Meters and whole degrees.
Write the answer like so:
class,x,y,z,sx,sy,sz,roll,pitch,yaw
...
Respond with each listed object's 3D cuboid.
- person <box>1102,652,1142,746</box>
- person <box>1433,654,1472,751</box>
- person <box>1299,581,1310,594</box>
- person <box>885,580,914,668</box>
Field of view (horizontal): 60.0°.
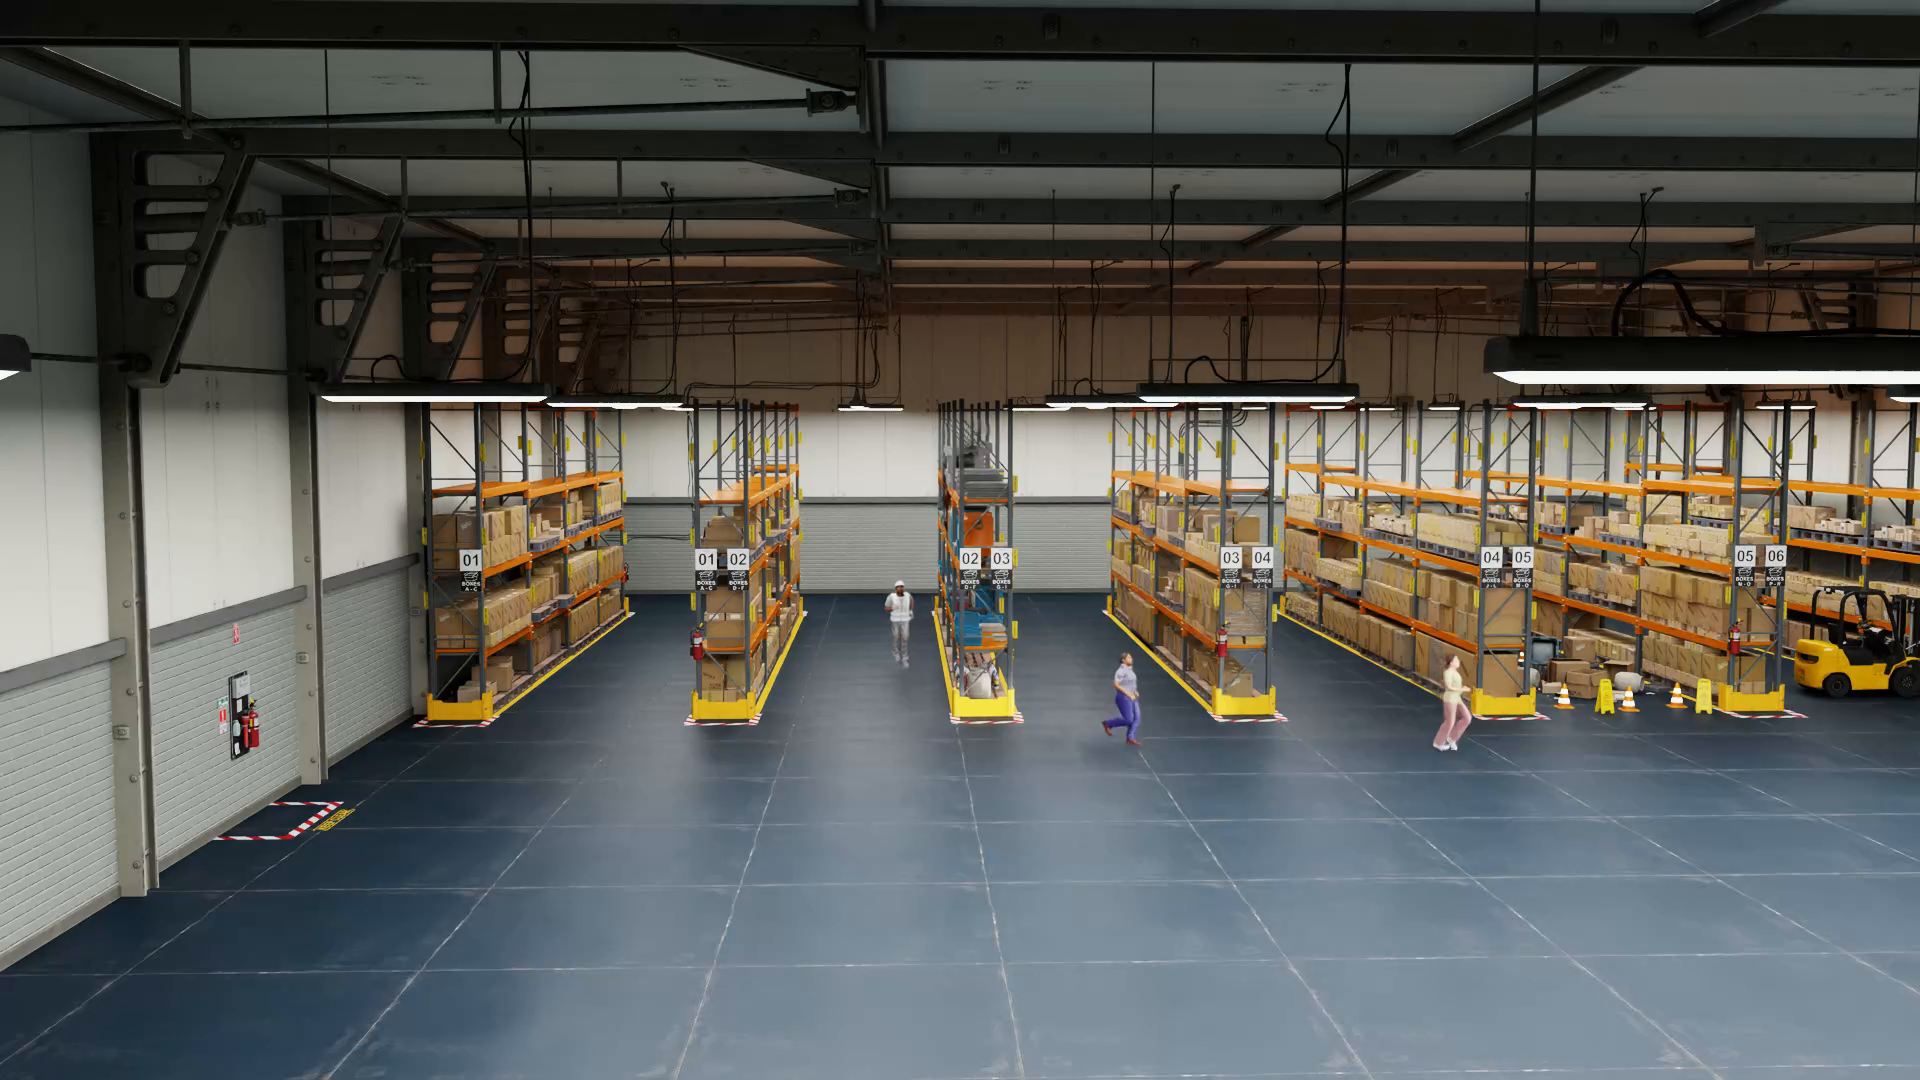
class,x,y,z,sx,sy,sz,roll,pitch,yaw
person,2.831,2.744,28.808,0.690,1.623,0.617,2,5,24
person,8.331,2.749,28.117,0.638,1.669,0.612,3,5,33
person,10.171,1.151,48.837,0.606,1.722,0.749,-1,4,-7
person,-1.296,1.803,35.989,0.664,1.863,0.739,-1,4,-8
